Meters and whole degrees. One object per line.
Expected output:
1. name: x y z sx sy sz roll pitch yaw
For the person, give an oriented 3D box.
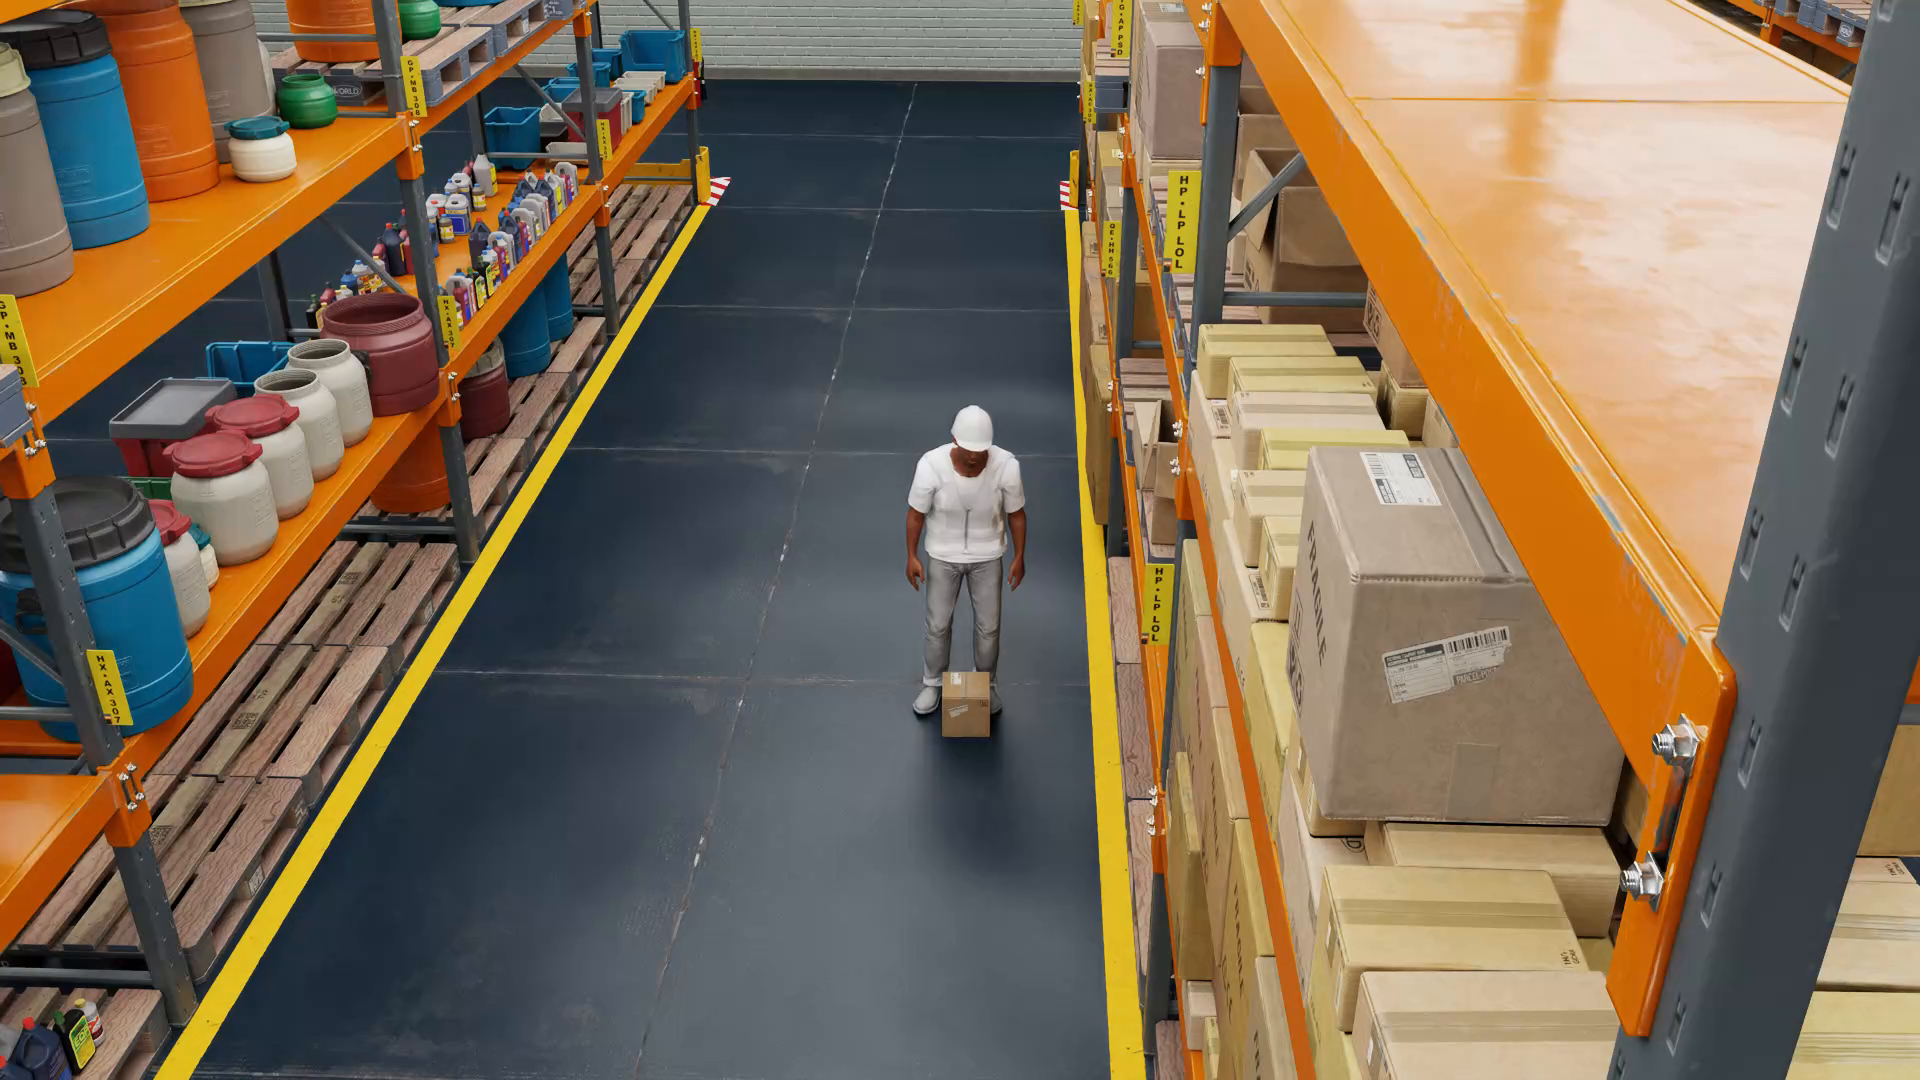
1. person: 0.032 0.097 8.653 0.629 1.759 0.467 -1 28 -1
